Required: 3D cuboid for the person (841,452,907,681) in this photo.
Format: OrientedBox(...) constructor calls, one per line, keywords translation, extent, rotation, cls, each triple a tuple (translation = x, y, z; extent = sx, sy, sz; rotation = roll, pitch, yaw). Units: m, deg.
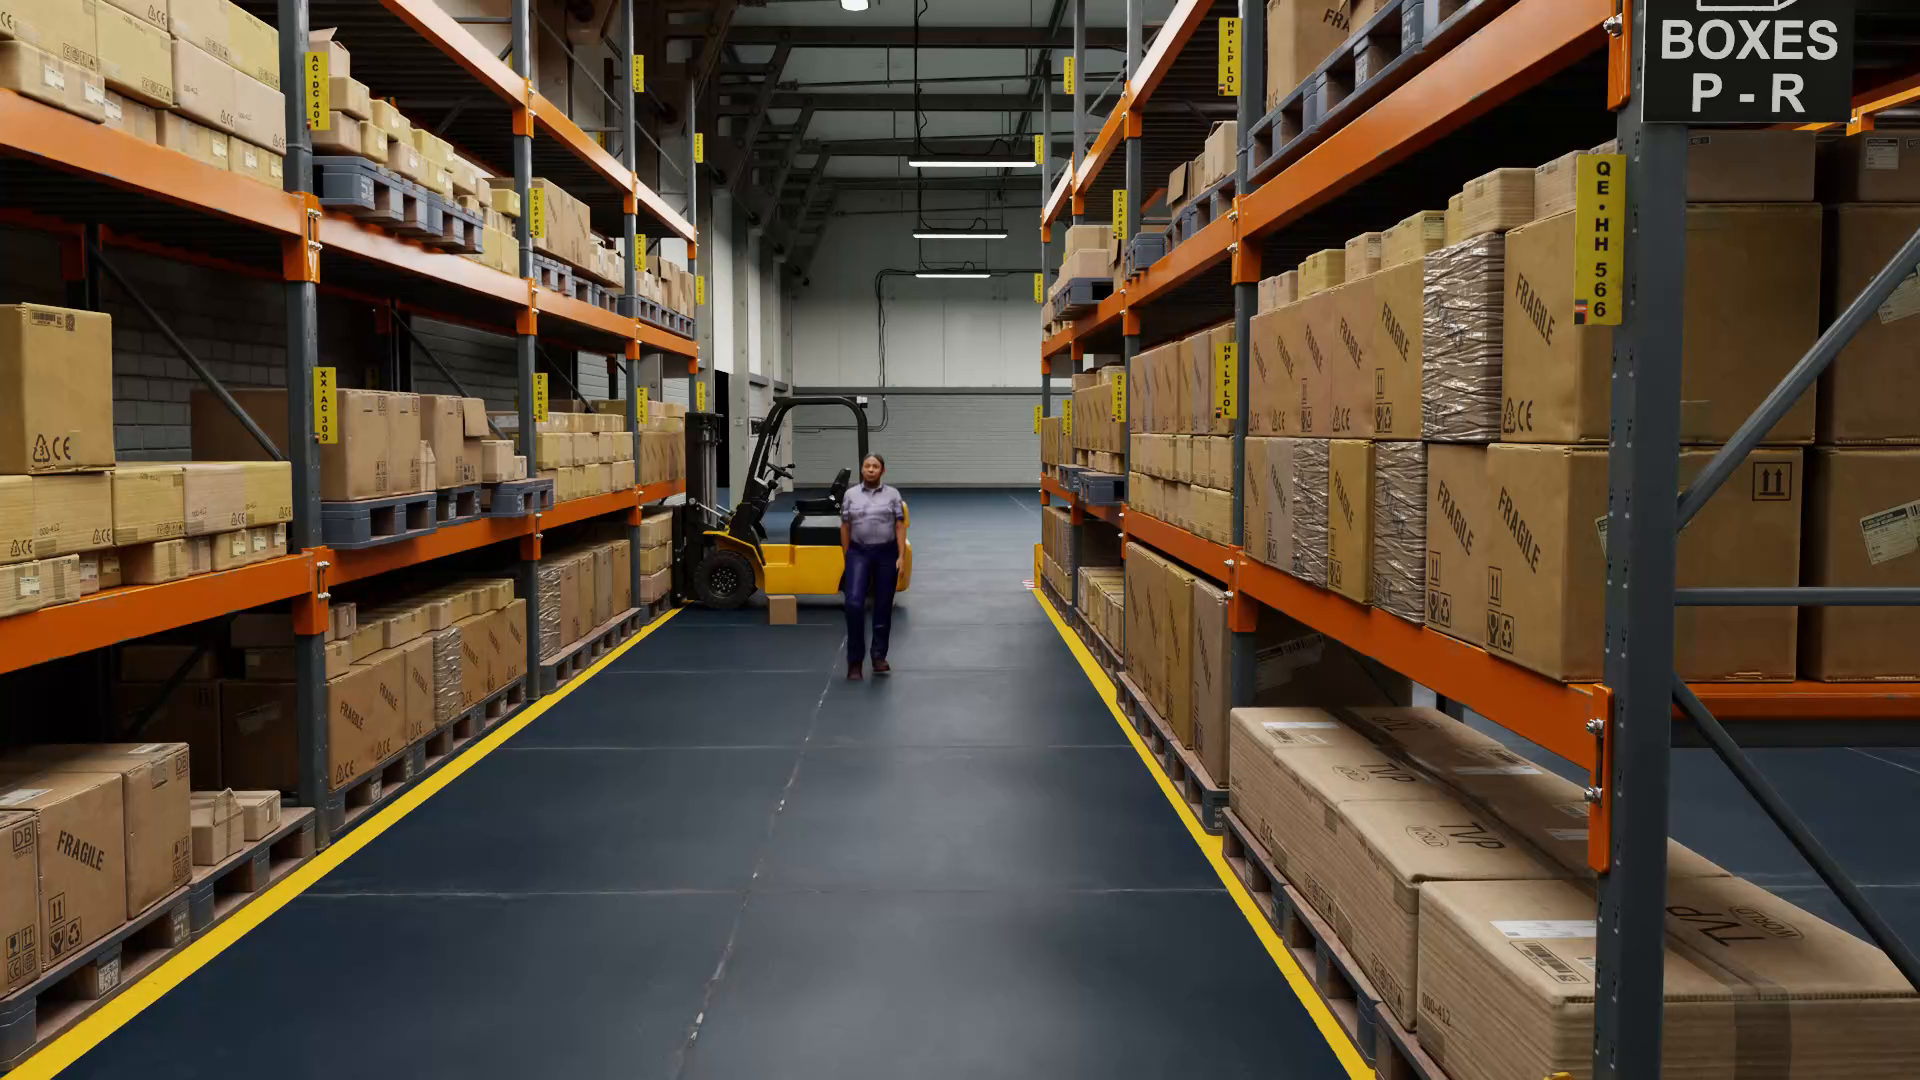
OrientedBox(translation=(-0.635, 0.208, 12.304), extent=(0.482, 1.718, 0.546), rotation=(0, 4, -7), cls="person")
